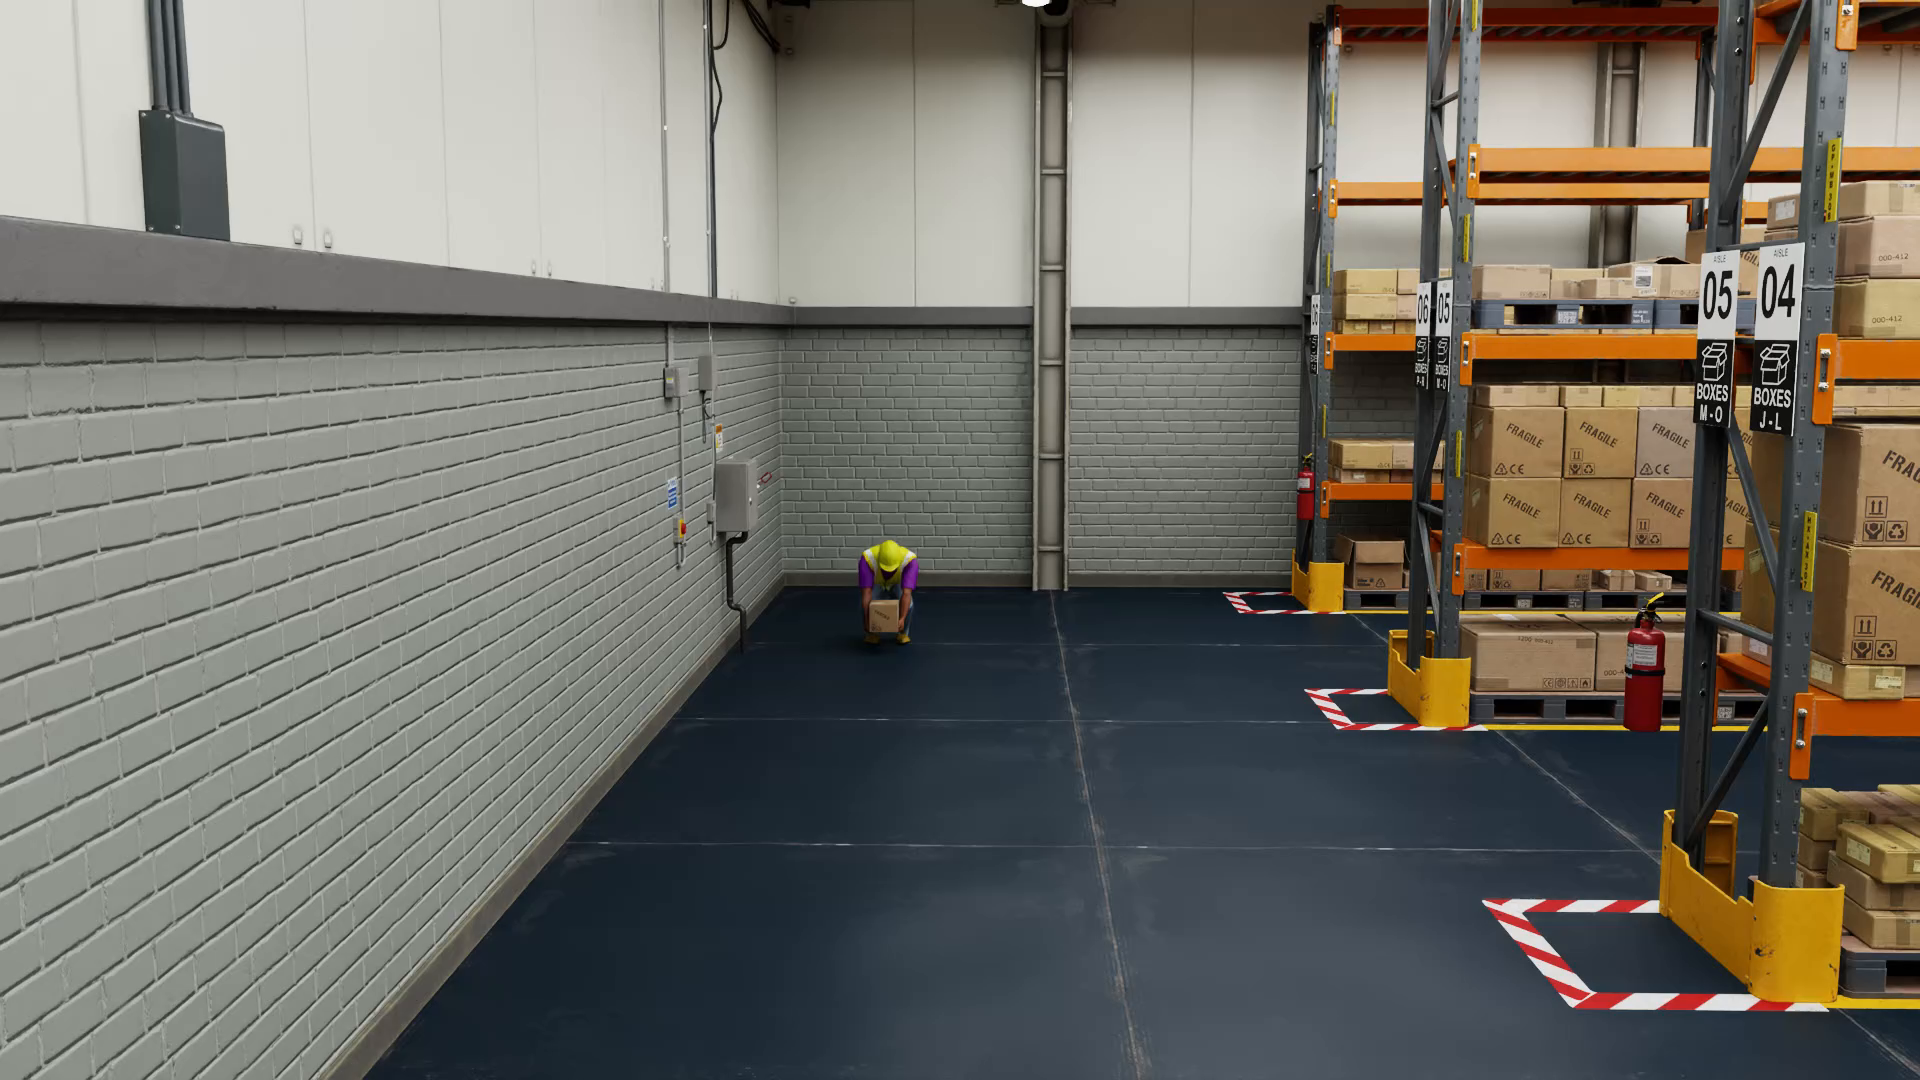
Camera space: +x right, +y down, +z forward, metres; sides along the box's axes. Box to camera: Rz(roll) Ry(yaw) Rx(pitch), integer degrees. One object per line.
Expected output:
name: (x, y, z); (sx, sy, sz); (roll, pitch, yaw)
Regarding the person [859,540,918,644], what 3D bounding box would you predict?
person: (-0.645, 0.459, 15.084); (0.534, 1.009, 0.916); (0, 7, 0)
